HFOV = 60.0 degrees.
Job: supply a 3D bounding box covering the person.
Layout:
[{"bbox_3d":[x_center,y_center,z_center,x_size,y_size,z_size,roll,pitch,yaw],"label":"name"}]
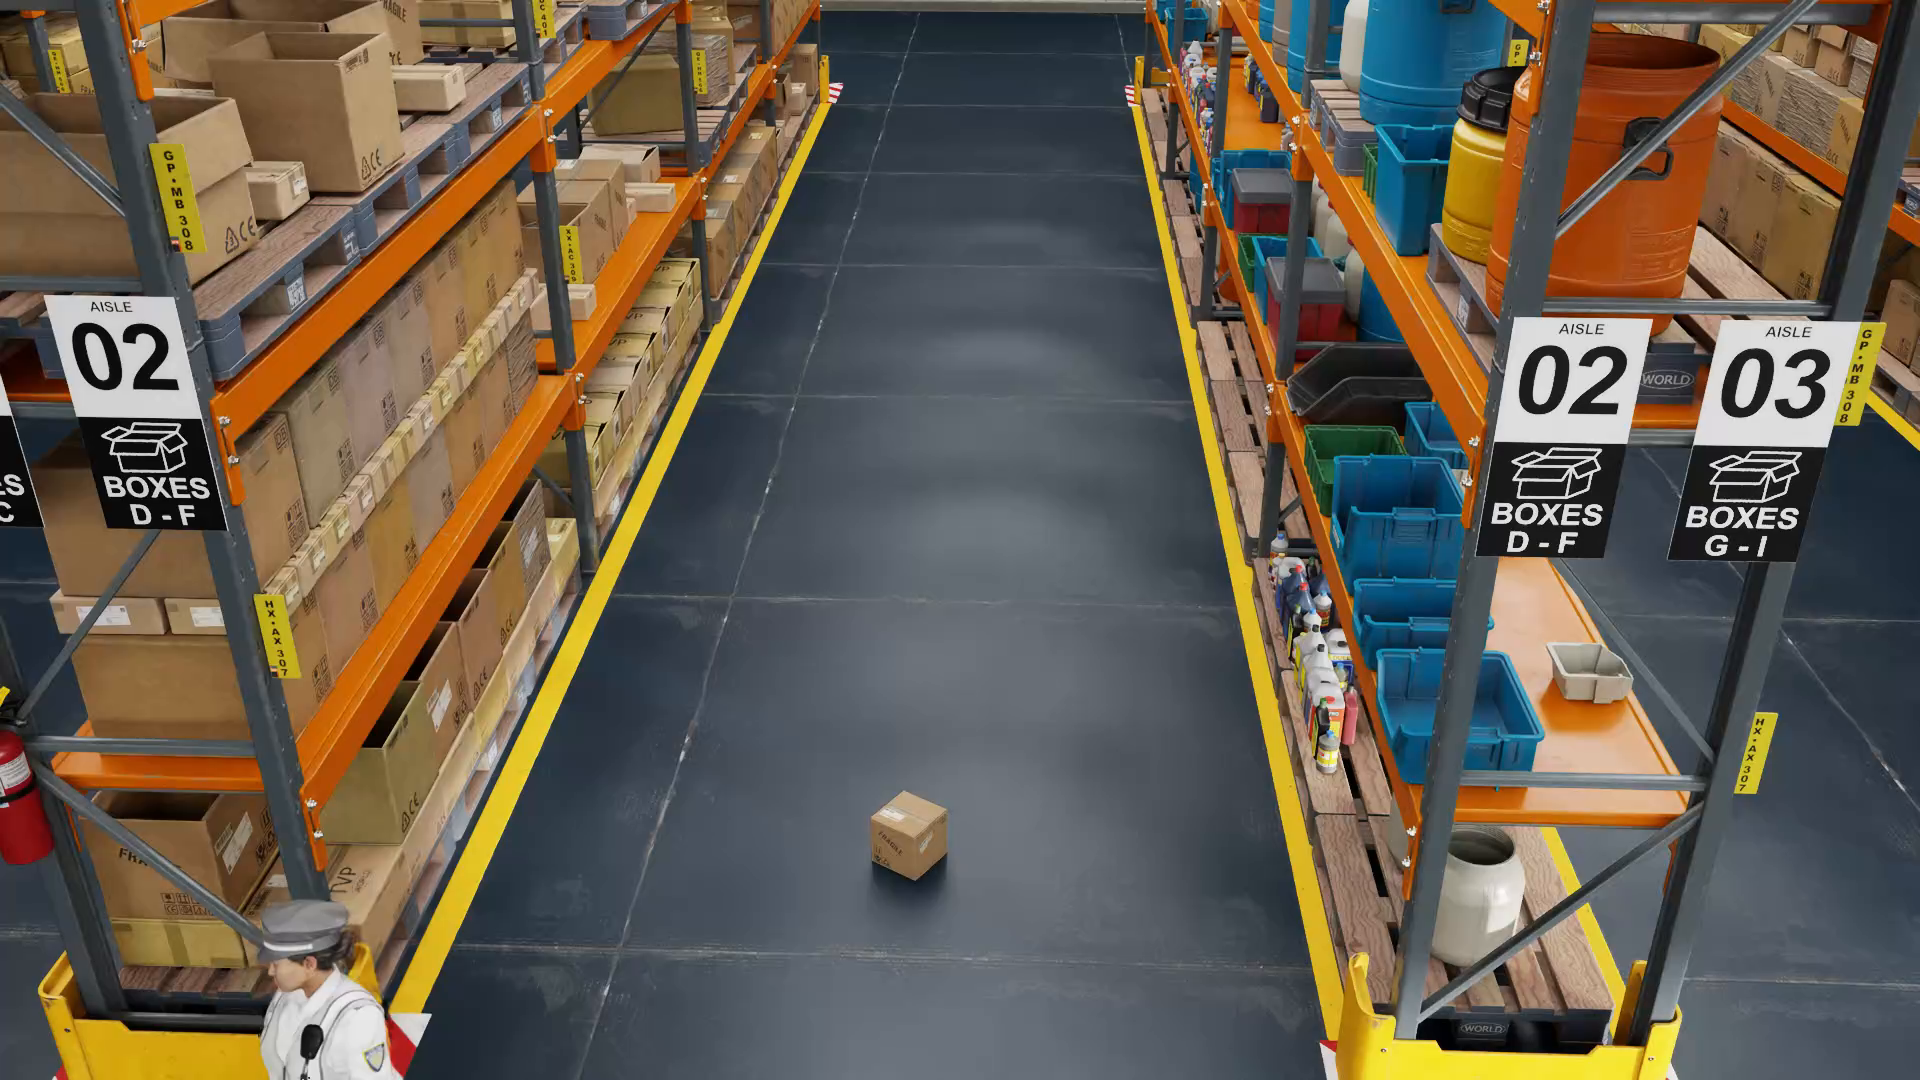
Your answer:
[{"bbox_3d":[-1.891,1.832,5.185,0.495,1.640,0.763,18,33,30],"label":"person"}]
